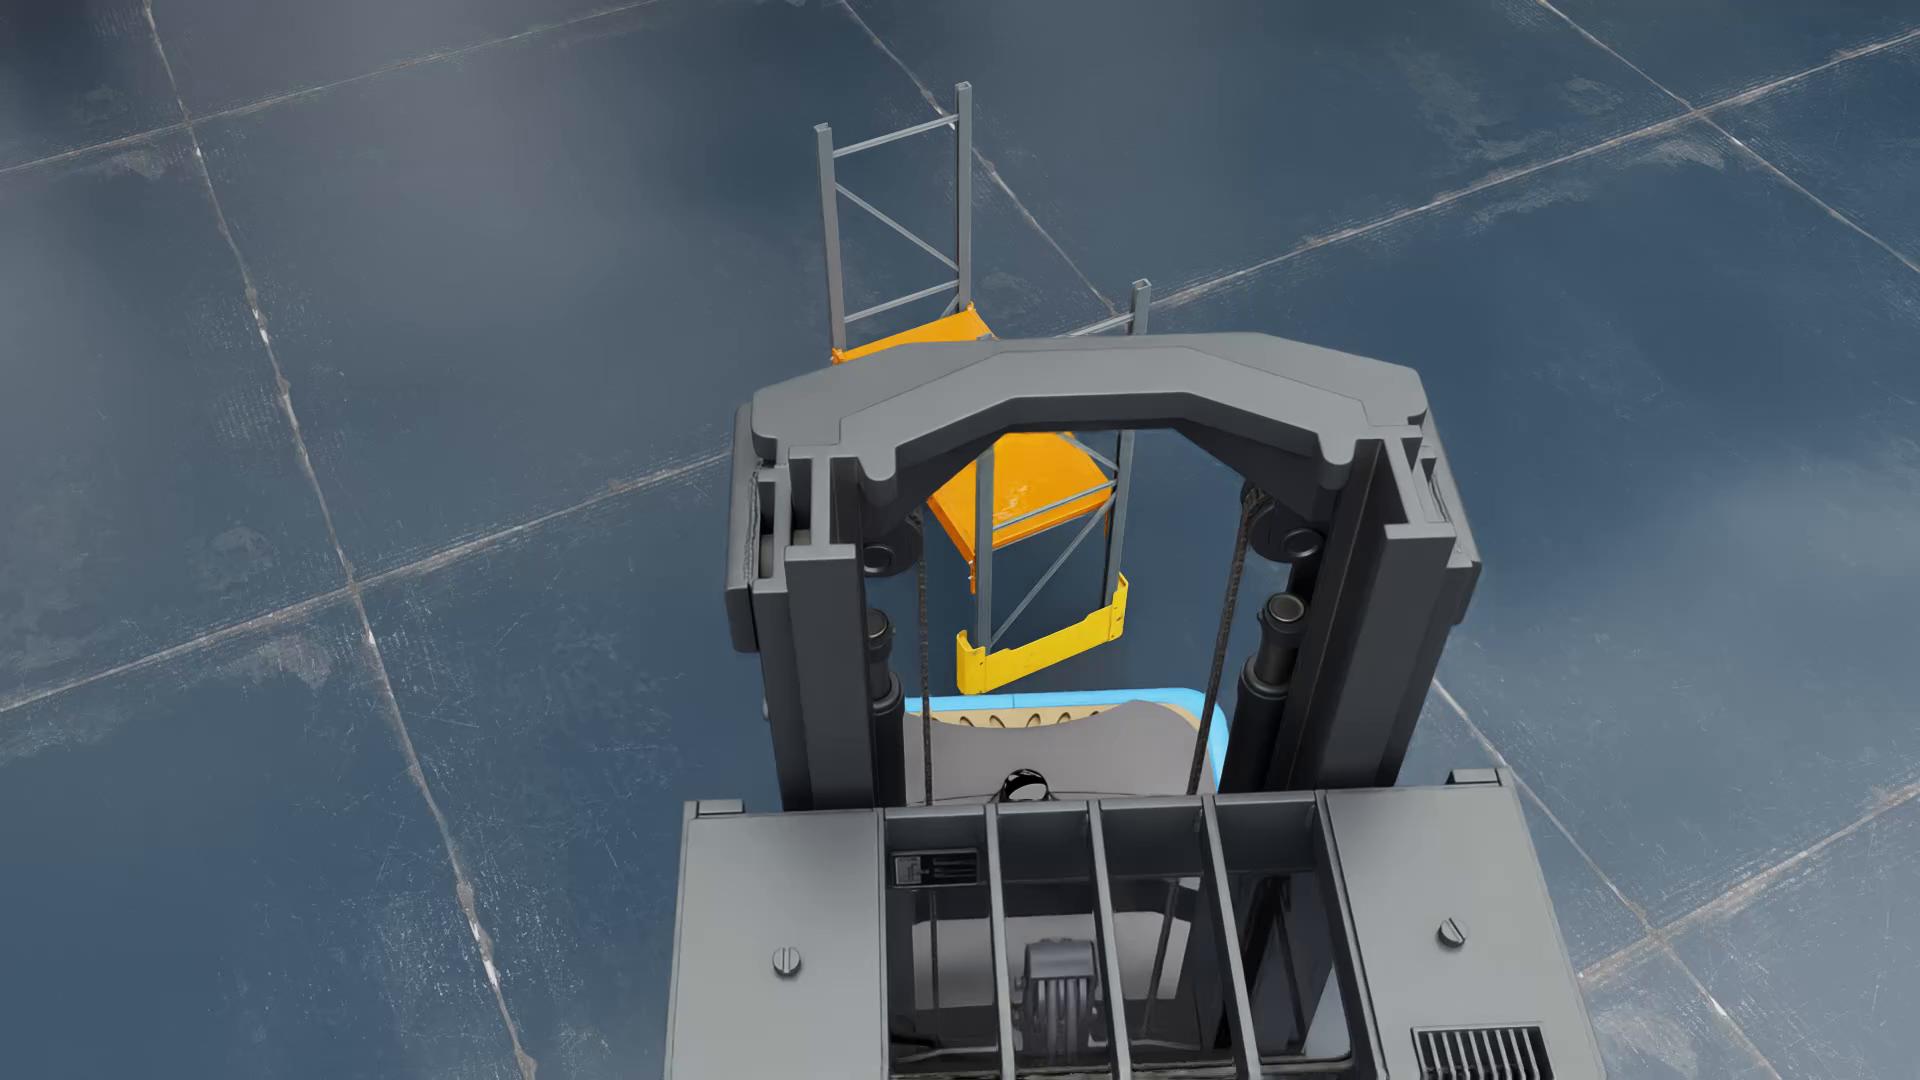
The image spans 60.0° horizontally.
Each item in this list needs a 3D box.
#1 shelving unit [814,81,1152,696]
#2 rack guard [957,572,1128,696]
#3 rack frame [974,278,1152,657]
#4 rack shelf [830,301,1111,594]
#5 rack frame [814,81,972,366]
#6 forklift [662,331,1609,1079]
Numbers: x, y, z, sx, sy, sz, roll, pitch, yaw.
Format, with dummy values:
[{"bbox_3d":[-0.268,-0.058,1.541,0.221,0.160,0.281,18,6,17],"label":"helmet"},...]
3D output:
[{"bbox_3d":[0.035,-0.443,5.141,0.587,1.500,1.083,-21,52,-18],"label":"shelving unit"},{"bbox_3d":[0.263,0.302,5.320,0.587,0.250,0.087,-21,52,-18],"label":"rack guard"},{"bbox_3d":[0.272,-0.096,4.838,0.500,1.500,0.032,-21,52,-18],"label":"rack frame"},{"bbox_3d":[0.039,-0.318,5.271,0.538,0.185,1.000,-21,52,-18],"label":"rack shelf"},{"bbox_3d":[-0.194,-0.777,5.433,0.500,1.500,0.032,-21,52,-18],"label":"rack frame"},{"bbox_3d":[0.197,1.223,2.733,1.130,2.935,3.031,-2,49,-2],"label":"forklift"}]
